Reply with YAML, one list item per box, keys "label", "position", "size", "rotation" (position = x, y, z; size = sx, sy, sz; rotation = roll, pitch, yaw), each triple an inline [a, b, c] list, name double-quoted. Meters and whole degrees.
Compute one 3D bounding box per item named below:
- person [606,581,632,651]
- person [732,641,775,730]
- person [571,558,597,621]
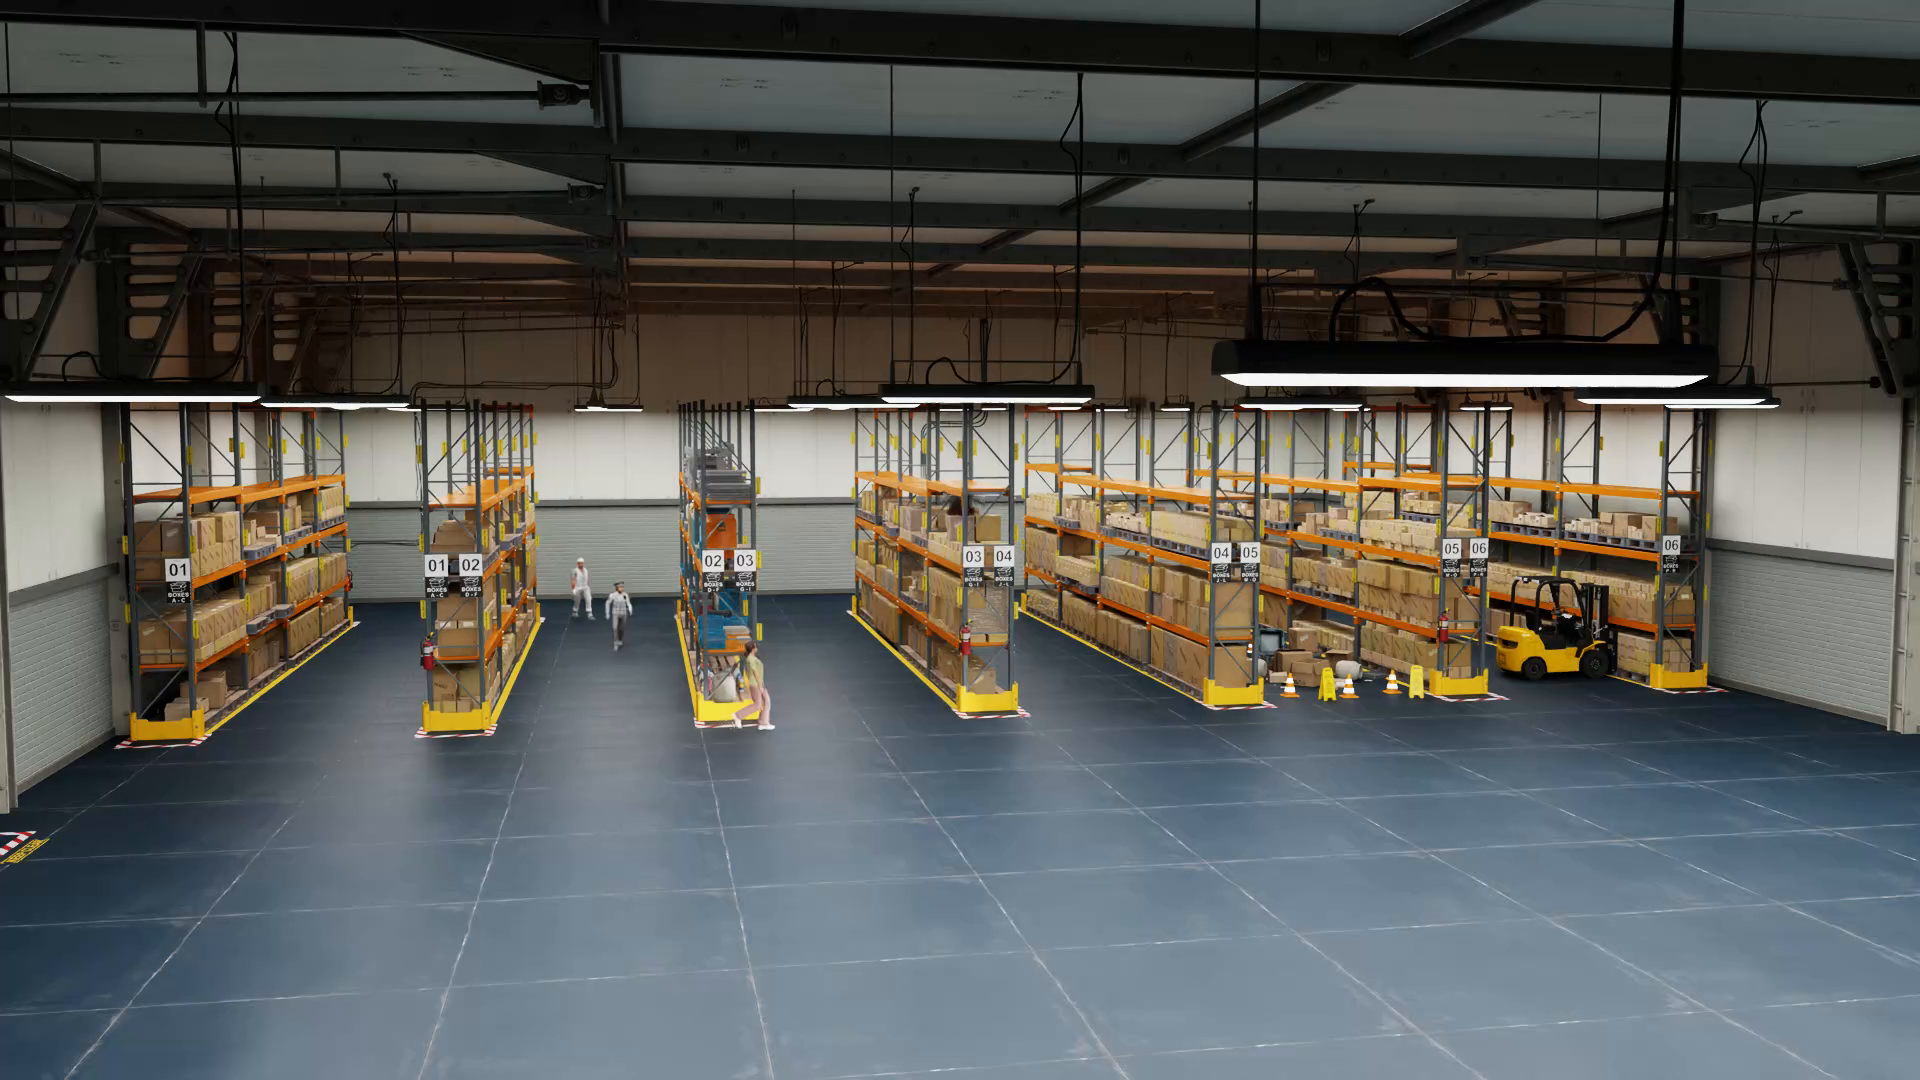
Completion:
- label: "person"
  position: [-8.347, 1.840, 40.695]
  size: [0.624, 1.672, 0.958]
  rotation: [-1, 4, -11]
- label: "person"
  position: [-3.733, 2.627, 30.127]
  size: [0.757, 1.619, 0.454]
  rotation: [0, 4, 3]
- label: "person"
  position: [-10.450, 1.365, 46.047]
  size: [0.618, 1.728, 1.057]
  rotation: [-3, 5, -33]
